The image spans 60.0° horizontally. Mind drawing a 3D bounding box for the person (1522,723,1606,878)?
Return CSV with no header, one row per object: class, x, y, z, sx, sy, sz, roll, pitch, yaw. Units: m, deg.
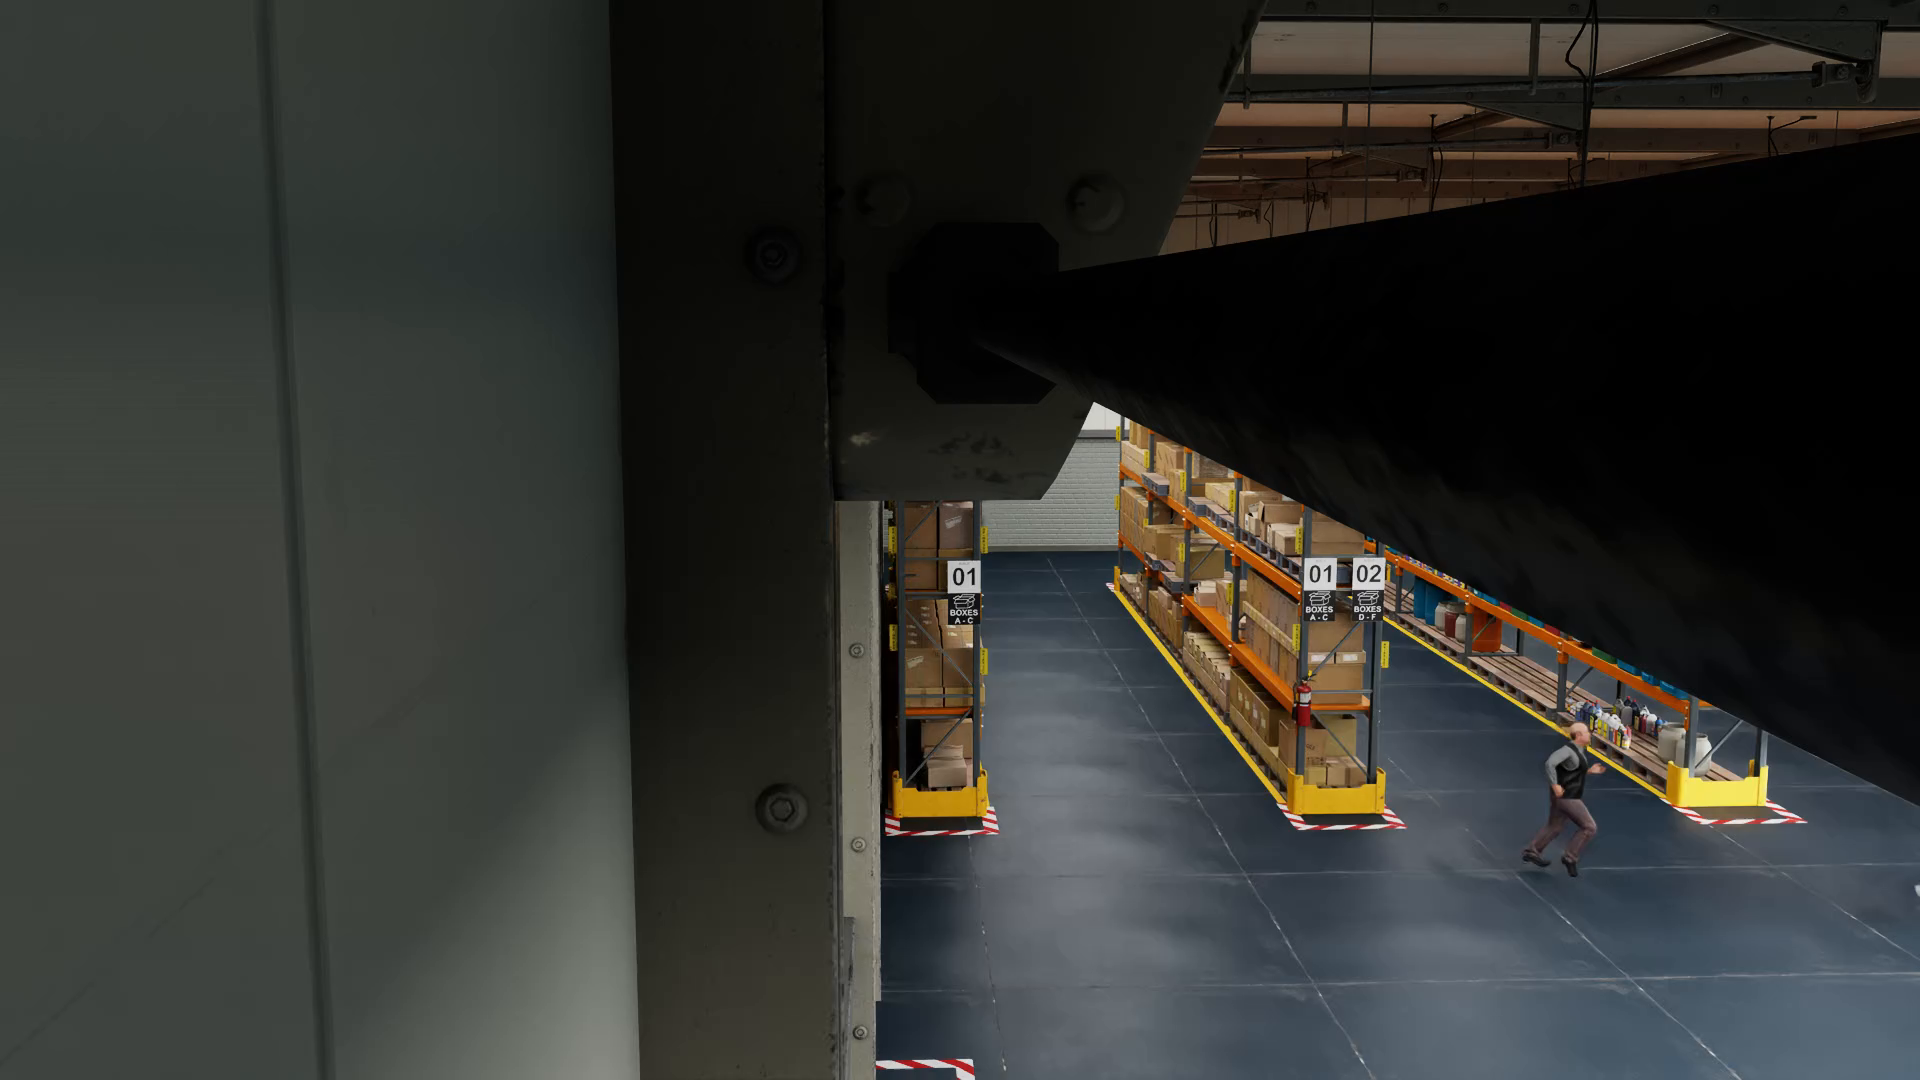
person,6.684,2.871,18.399,0.830,1.759,0.615,3,9,17
